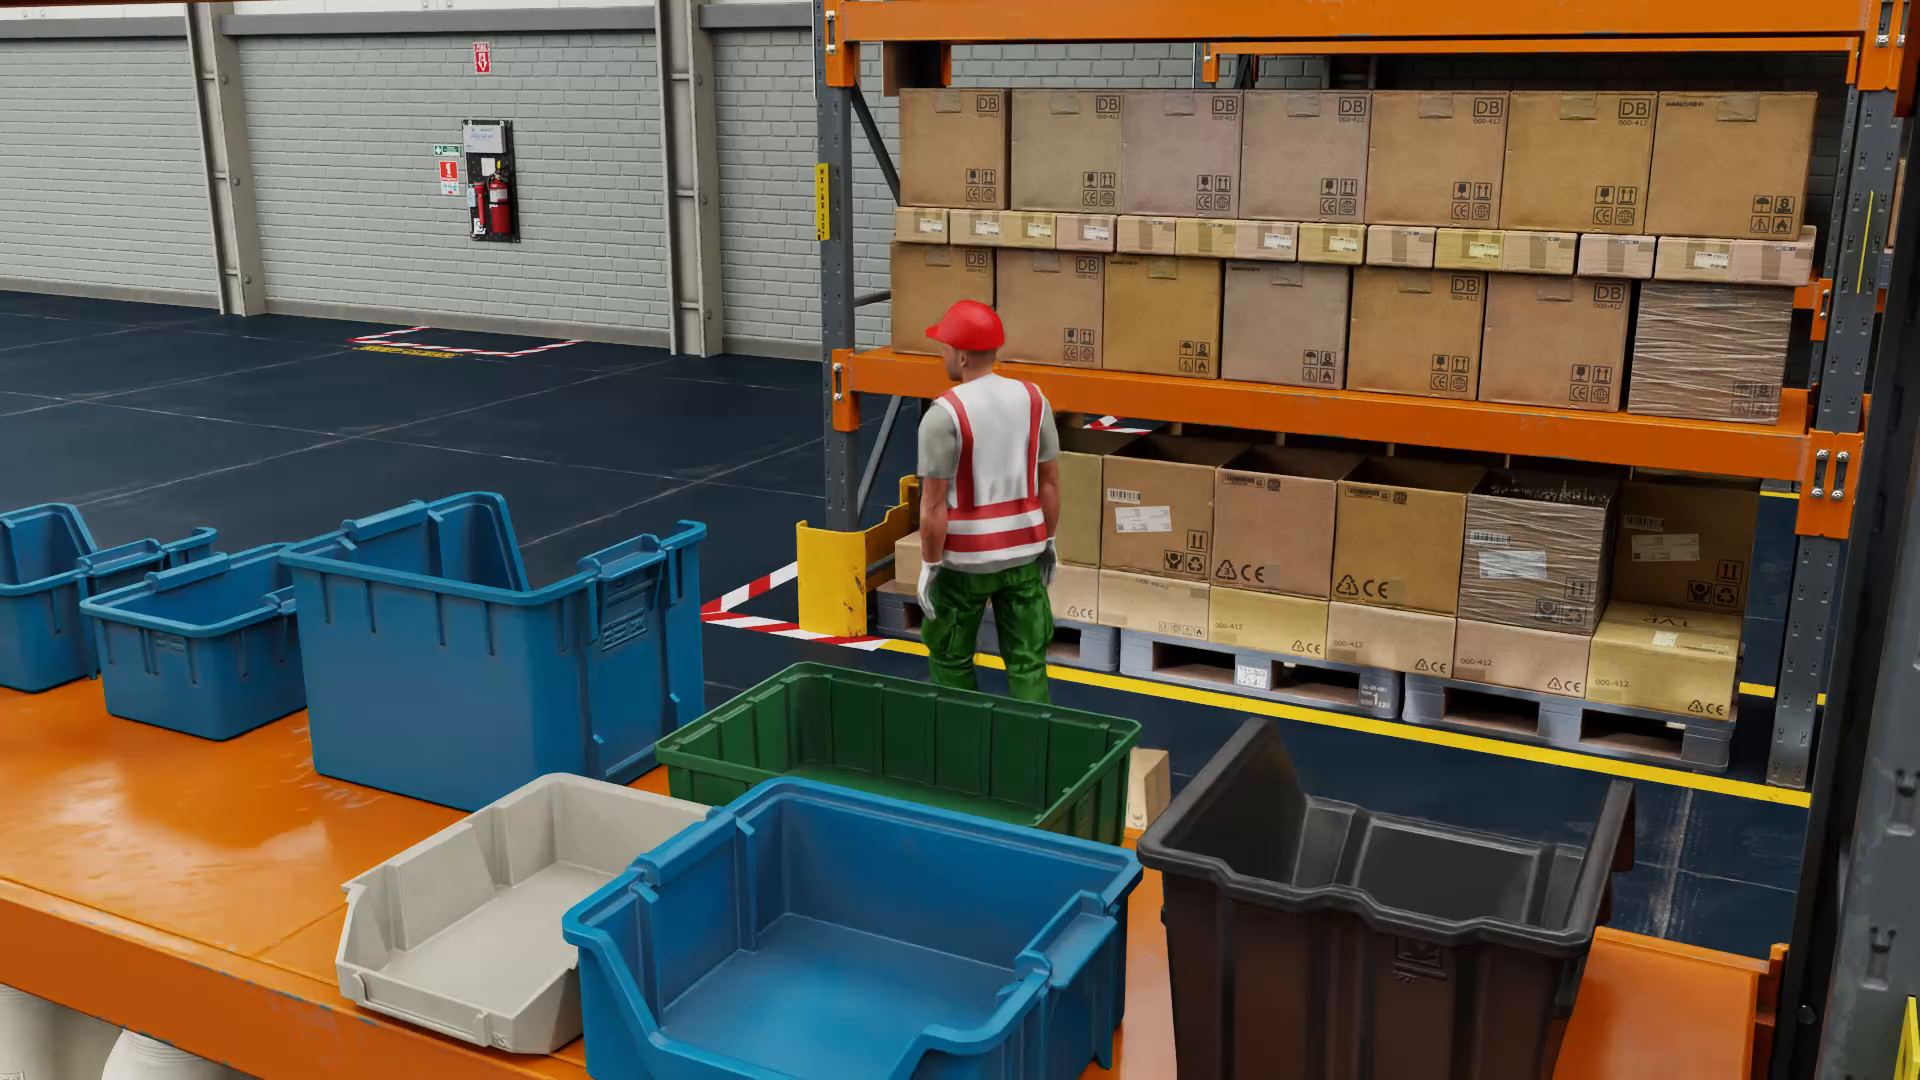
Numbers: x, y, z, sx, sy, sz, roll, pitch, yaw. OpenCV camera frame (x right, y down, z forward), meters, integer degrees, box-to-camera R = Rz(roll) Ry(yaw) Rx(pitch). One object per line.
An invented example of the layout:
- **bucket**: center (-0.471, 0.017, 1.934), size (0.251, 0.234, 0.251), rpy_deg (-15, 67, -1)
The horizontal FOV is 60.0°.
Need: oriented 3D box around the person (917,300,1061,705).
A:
- **person**: center (0.106, 0.075, 5.721), size (0.563, 1.783, 0.576), rpy_deg (-7, 17, -24)
